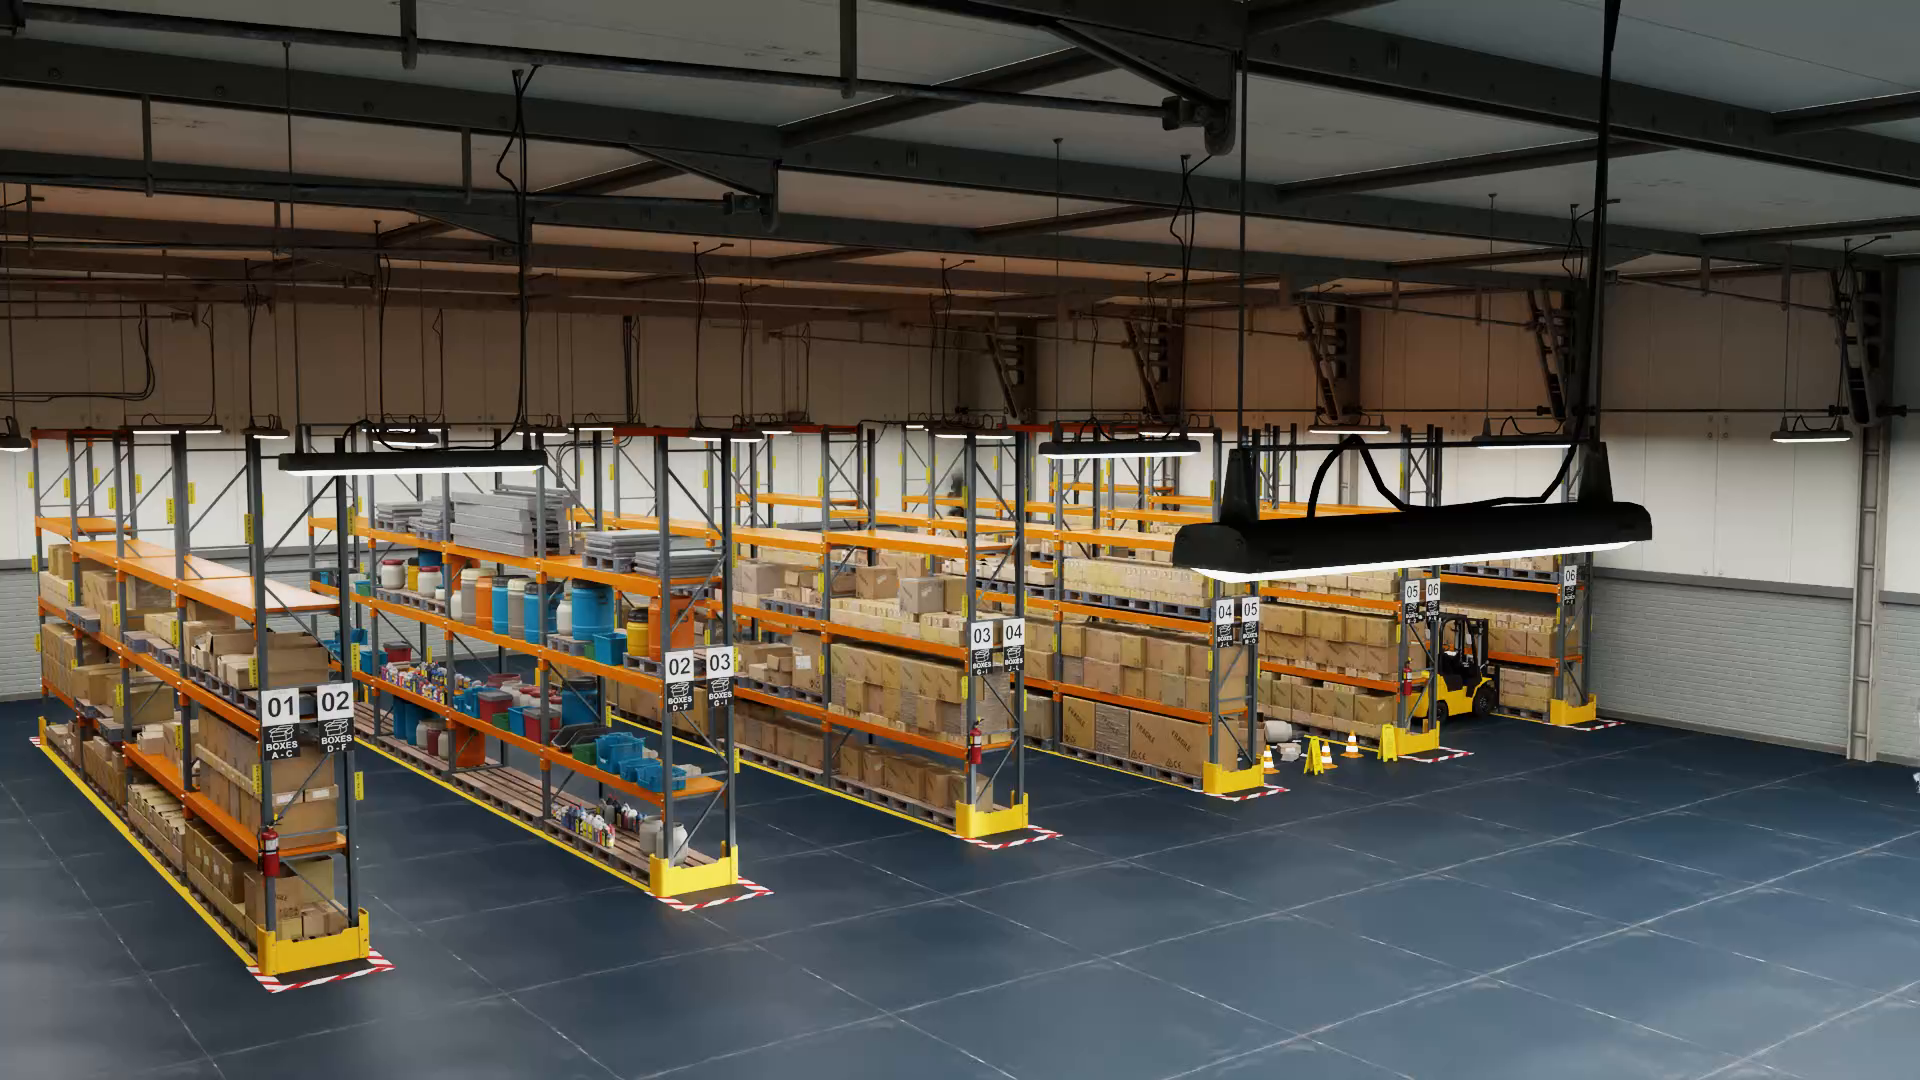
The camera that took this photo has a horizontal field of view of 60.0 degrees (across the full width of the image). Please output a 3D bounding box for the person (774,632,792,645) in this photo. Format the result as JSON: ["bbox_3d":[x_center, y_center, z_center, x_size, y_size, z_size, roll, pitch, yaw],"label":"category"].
[{"bbox_3d":[-4.447,2.251,41.757,0.735,1.694,0.659,2,5,29],"label":"person"}]

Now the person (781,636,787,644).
[{"bbox_3d":[-4.274,2.113,42.523,0.858,1.817,0.636,-3,5,-35],"label":"person"}]

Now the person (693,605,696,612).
[{"bbox_3d":[-6.520,2.367,40.116,0.653,1.623,0.901,1,5,9],"label":"person"}]

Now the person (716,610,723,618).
[{"bbox_3d":[-6.034,2.316,41.483,0.577,1.562,0.522,1,5,18],"label":"person"}]
